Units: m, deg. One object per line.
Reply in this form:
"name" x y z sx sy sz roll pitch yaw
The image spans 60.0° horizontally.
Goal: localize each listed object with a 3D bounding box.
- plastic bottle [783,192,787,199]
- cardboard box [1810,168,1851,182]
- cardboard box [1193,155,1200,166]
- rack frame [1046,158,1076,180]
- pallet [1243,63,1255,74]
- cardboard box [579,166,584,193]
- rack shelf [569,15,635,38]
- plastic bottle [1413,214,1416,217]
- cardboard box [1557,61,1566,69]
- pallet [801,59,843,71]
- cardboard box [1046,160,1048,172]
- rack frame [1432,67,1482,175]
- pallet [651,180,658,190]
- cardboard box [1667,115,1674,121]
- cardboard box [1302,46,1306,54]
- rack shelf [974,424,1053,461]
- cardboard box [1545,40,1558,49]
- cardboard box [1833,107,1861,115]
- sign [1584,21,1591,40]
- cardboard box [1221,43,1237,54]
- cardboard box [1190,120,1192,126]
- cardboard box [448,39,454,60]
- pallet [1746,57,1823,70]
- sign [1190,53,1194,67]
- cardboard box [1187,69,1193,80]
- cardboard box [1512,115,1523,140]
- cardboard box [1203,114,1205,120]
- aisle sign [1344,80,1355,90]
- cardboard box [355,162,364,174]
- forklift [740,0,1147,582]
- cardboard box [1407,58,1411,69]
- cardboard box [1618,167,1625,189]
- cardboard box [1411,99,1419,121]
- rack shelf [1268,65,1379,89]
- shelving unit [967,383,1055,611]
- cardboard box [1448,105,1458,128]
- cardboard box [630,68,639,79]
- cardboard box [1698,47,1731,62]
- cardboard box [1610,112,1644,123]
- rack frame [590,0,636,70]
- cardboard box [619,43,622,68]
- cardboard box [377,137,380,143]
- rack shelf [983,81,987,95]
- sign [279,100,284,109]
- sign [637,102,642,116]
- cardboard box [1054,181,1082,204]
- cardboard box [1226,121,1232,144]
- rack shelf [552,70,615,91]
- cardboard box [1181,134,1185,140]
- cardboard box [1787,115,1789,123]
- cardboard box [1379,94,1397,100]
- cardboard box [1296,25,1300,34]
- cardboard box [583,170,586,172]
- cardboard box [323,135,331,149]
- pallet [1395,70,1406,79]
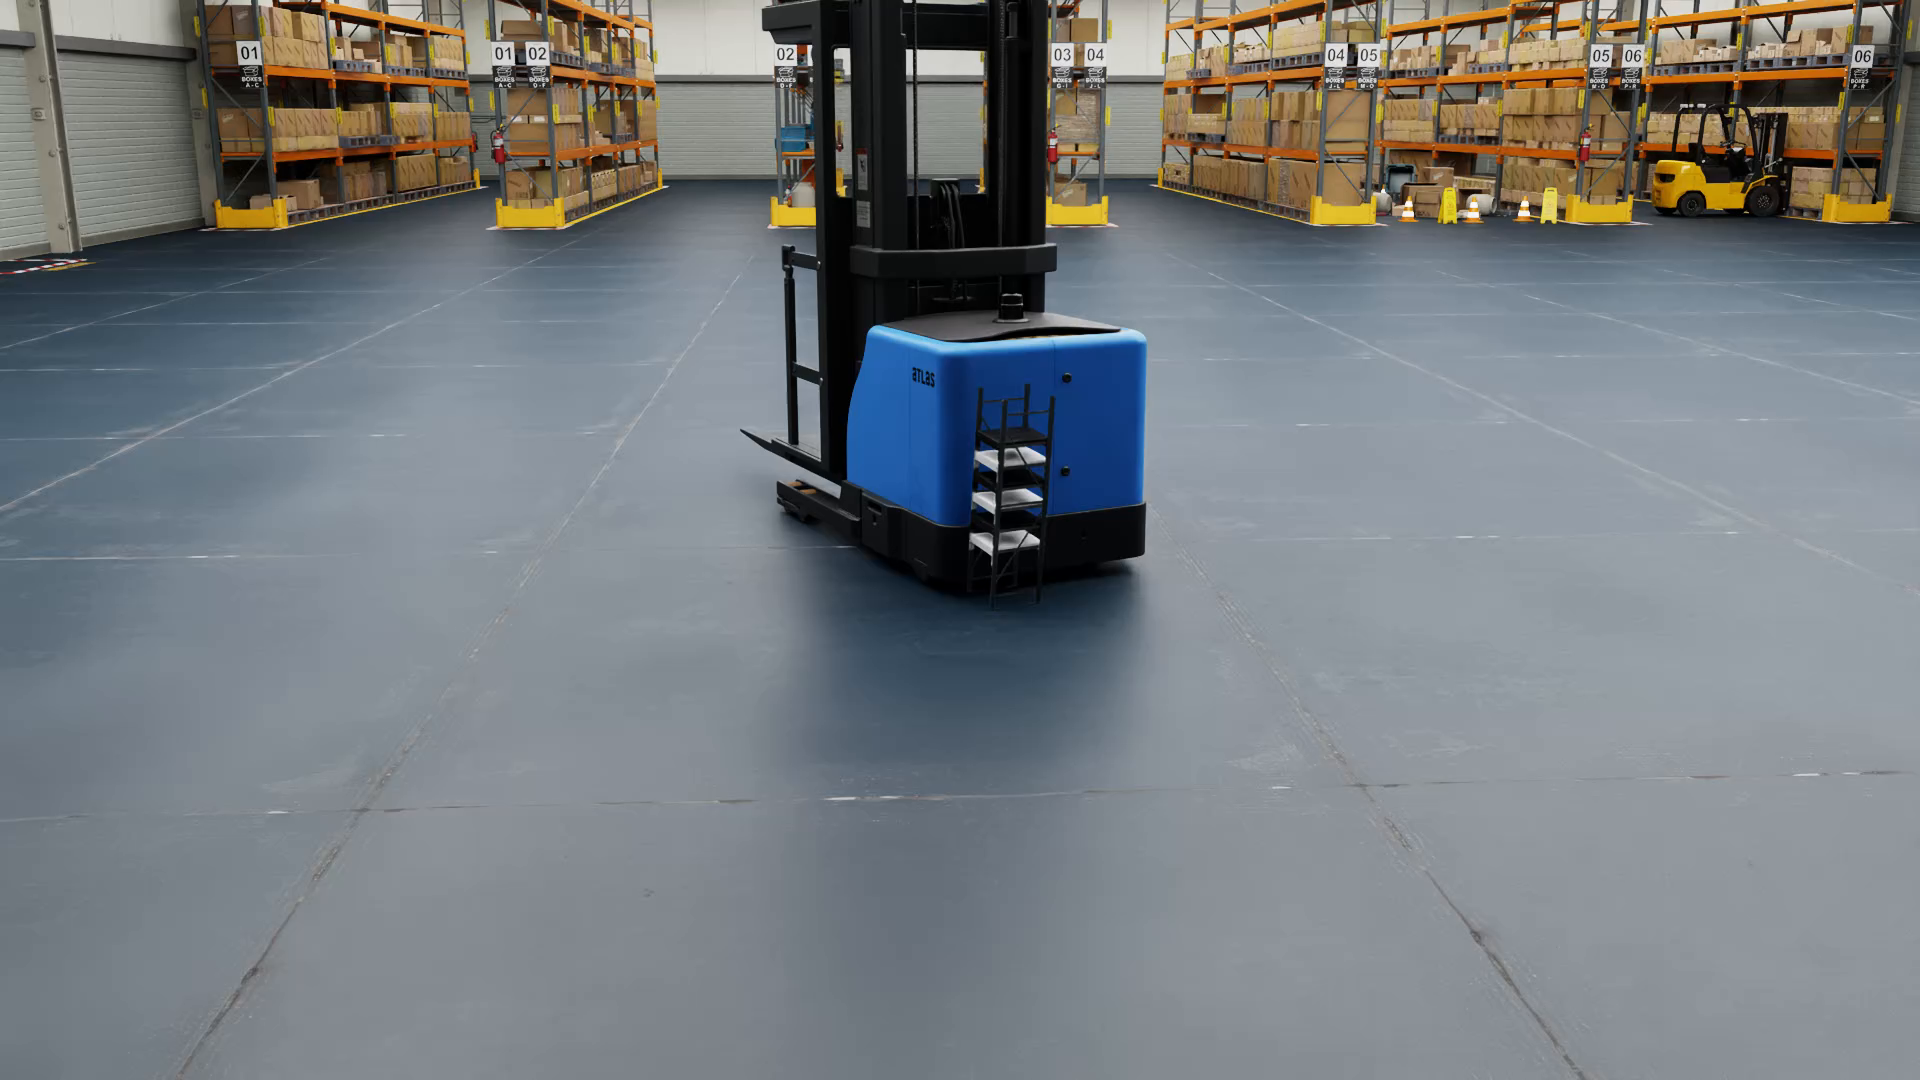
"plastic bottle" -3.384 -6.580 32.148 0.061 0.283 0.133 -1 14 -2
"cardboard box" 16.642 -6.976 31.789 0.500 0.250 0.500 0 14 -2
"cardboard box" 6.132 -9.484 41.535 0.500 0.250 0.500 -2 15 -6
"rack frame" 1.889 -8.275 34.167 1.000 3.000 0.127 -1 14 -3
"pallet" 6.763 -10.245 36.183 1.003 0.211 1.213 0 14 -1
"cardboard box" -7.732 -7.121 32.854 0.500 0.500 0.500 -1 14 -3
"rack shelf" -8.370 -11.978 38.768 1.077 0.370 4.000 -1 14 -3
"plastic bottle" 8.838 -6.393 32.751 0.133 0.061 0.283 -6 16 -23
"cardboard box" 11.684 -9.102 31.865 0.380 0.149 0.250 -1 14 -4
"pallet" -2.912 -9.381 32.828 1.213 0.211 1.003 -1 14 -3
"cardboard box" 1.755 -8.337 37.039 0.500 0.250 0.500 1 14 3
"rack frame" 11.532 -9.422 38.628 1.000 3.000 0.127 -1 14 -3
"pallet" -8.687 -9.539 44.679 1.003 0.211 1.213 -1 14 -3
"cardboard box" 16.300 -9.584 37.754 0.380 0.149 0.250 -1 14 -3
"cardboard box" 6.671 -9.245 31.378 0.380 0.149 0.250 -1 14 -4
"rack shelf" 0.218 -0.399 6.791 0.258 0.077 0.200 -7 23 -27
"cardboard box" 11.583 -9.610 32.243 0.380 0.149 0.250 -1 14 -2
"cardboard box" 16.749 -8.103 31.400 0.380 0.149 0.250 -1 14 -3
"sign" 11.472 -9.311 30.397 0.100 0.325 0.005 -1 14 -3
"cardboard box" 6.267 -11.417 38.622 0.396 0.266 0.258 -1 14 -3
"cardboard box" 5.933 -10.372 41.383 0.380 0.149 0.250 -1 14 -5
"cardboard box" -13.308 -12.593 42.682 0.500 0.500 0.500 -2 15 -6
"pallet" 16.812 -9.703 33.877 1.003 0.211 1.213 -1 14 -3
"sign" 5.809 -12.008 41.621 0.100 0.325 0.005 -1 14 -3
"cardboard box" 6.050 -11.814 42.203 0.500 0.250 0.500 -1 14 -2
"cardboard box" 11.583 -8.382 33.786 0.500 0.500 0.500 -1 14 -4
"cardboard box" 6.032 -10.127 39.834 0.380 0.149 0.250 0 14 -1
"aisle sign" 10.742 -12.684 46.089 0.394 0.787 0.004 -1 14 -3
"cardboard box" -13.084 -7.957 35.560 0.500 0.250 0.500 -1 14 -4
"forklift" -0.288 -1.559 8.202 1.130 2.935 3.031 -7 16 -26
"cardboard box" 11.048 -11.548 40.298 0.396 0.266 0.258 0 14 1
"cardboard box" 16.225 -8.719 40.069 0.500 0.500 0.500 -1 14 -4
"cardboard box" 11.175 -10.331 39.951 0.500 0.500 0.500 -1 14 -3
"rack shelf" 6.969 -8.933 32.149 1.077 0.370 4.000 -1 14 -3
"shelving unit" 0.206 -0.177 6.872 0.258 0.900 0.210 -7 23 -27
"cardboard box" 11.368 -9.573 37.574 0.500 0.500 0.500 0 14 -1
"cardboard box" -8.277 -11.617 41.439 0.500 0.250 0.500 -1 14 -3
"cardboard box" 16.398 -10.534 36.062 0.500 0.311 0.500 -1 14 -5
"cardboard box" 16.200 -10.156 40.431 0.797 0.503 0.637 -1 14 -5
"rack frame" -8.494 -13.018 40.561 1.000 3.000 0.127 -1 14 -3
"cardboard box" -8.537 -11.739 40.367 0.600 0.600 0.600 -2 15 -9
"cardboard box" -12.980 -9.014 37.503 0.380 0.149 0.250 -1 14 -4
"rack shelf" 1.269 -11.866 43.549 1.077 0.370 4.000 -1 14 -3
"sign" -13.496 -8.597 33.094 0.100 0.325 0.005 -1 14 -3
"sign" -7.941 -10.682 41.201 0.100 0.325 0.005 -1 14 -3
"cardboard box" 2.043 -6.576 31.740 0.500 0.500 0.500 3 15 11
"cardboard box" 6.356 -9.253 37.771 0.500 0.500 0.500 -1 14 -3
"rack shelf" -8.123 -9.724 35.225 1.077 0.370 4.000 -1 14 -3
"cardboard box" 5.979 -10.523 43.409 0.380 0.149 0.250 -2 15 -6
"cardboard box" 16.567 -8.400 33.150 0.380 0.149 0.250 -1 14 -5
"cardboard box" 10.947 -11.336 42.555 0.380 0.149 0.250 -1 14 -5
"cardboard box" 6.639 -9.758 31.773 0.380 0.149 0.250 -1 14 -3
"cardboard box" -8.466 -7.995 36.632 0.500 0.311 0.500 -1 14 -5
"cardboard box" -12.588 -7.745 32.370 0.500 0.250 0.500 -1 14 -3
"pallet" 11.390 -11.550 41.261 0.805 0.209 1.217 -1 15 -6
